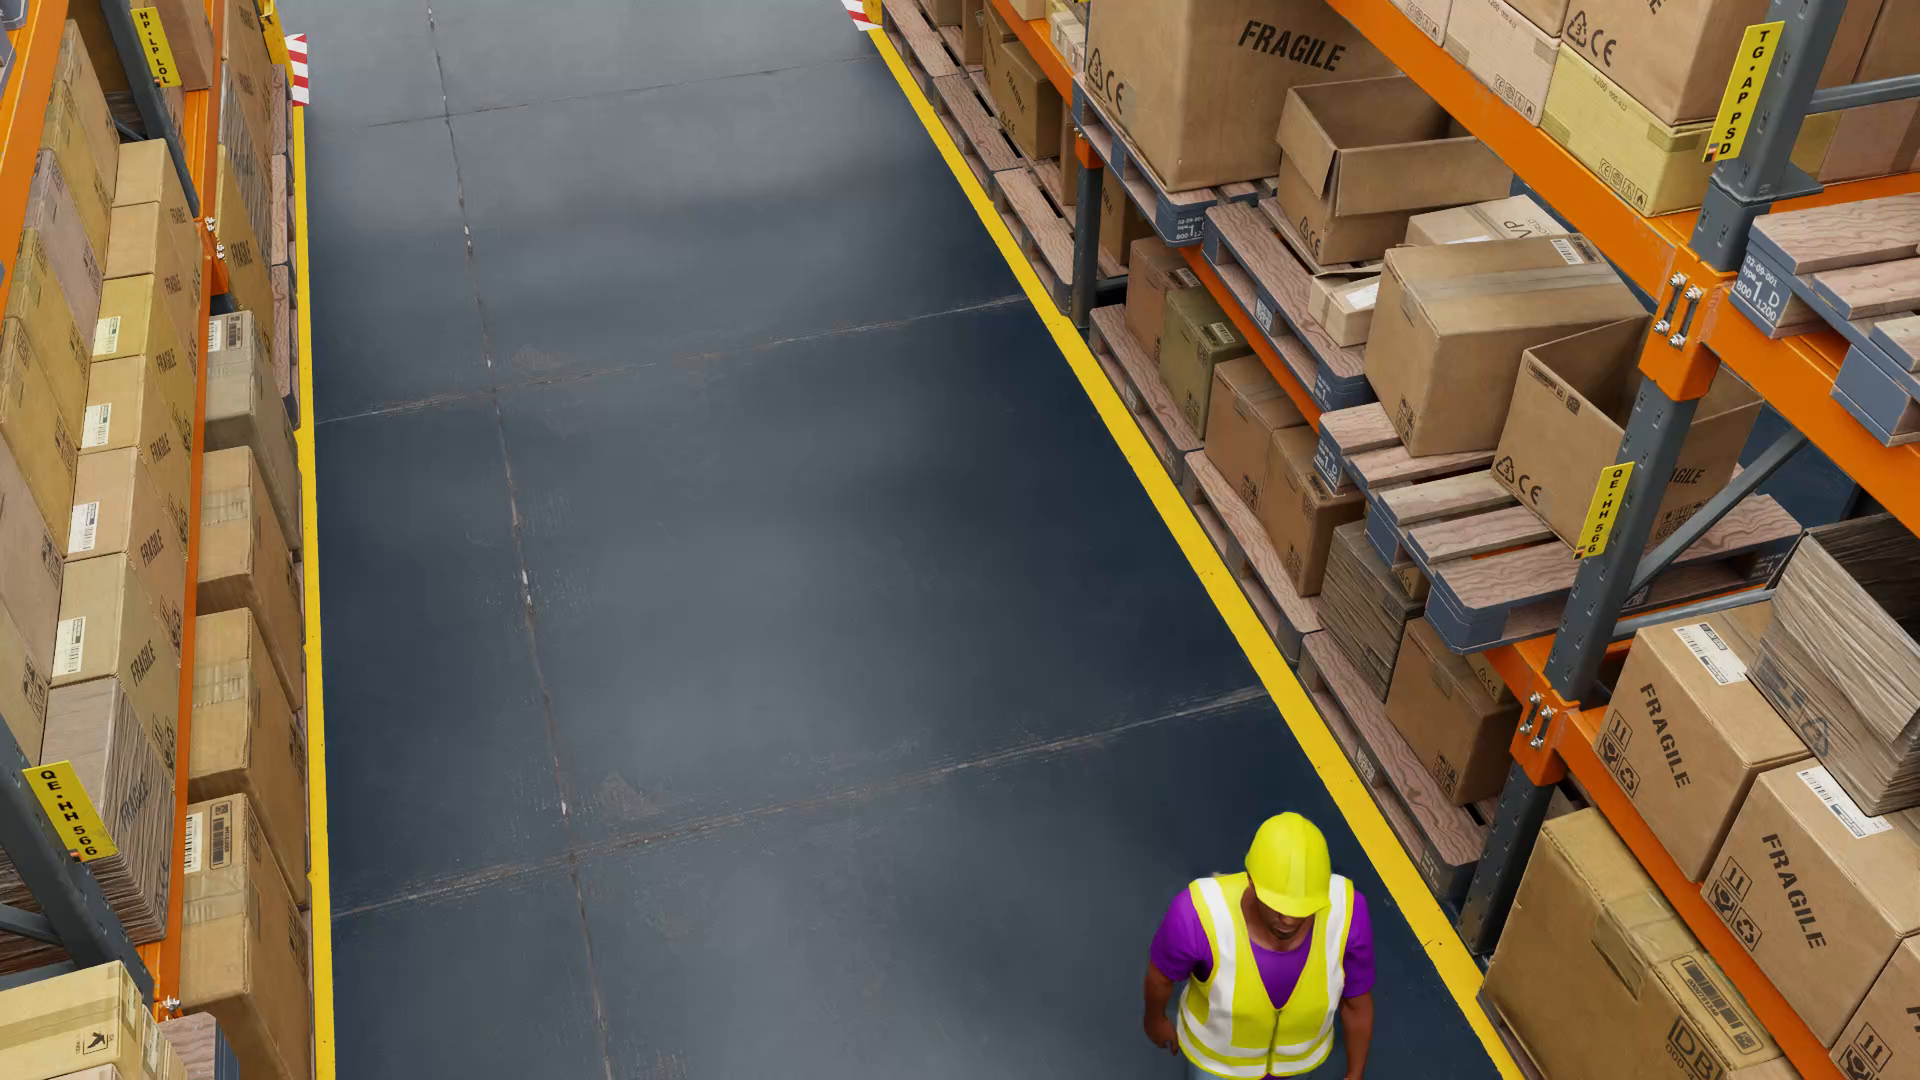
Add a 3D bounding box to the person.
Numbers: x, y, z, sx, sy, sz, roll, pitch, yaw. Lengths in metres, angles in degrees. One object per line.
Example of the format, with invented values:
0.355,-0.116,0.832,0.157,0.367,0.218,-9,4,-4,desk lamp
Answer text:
0.807,1.419,4.587,0.581,1.830,0.580,-5,42,-5,person
